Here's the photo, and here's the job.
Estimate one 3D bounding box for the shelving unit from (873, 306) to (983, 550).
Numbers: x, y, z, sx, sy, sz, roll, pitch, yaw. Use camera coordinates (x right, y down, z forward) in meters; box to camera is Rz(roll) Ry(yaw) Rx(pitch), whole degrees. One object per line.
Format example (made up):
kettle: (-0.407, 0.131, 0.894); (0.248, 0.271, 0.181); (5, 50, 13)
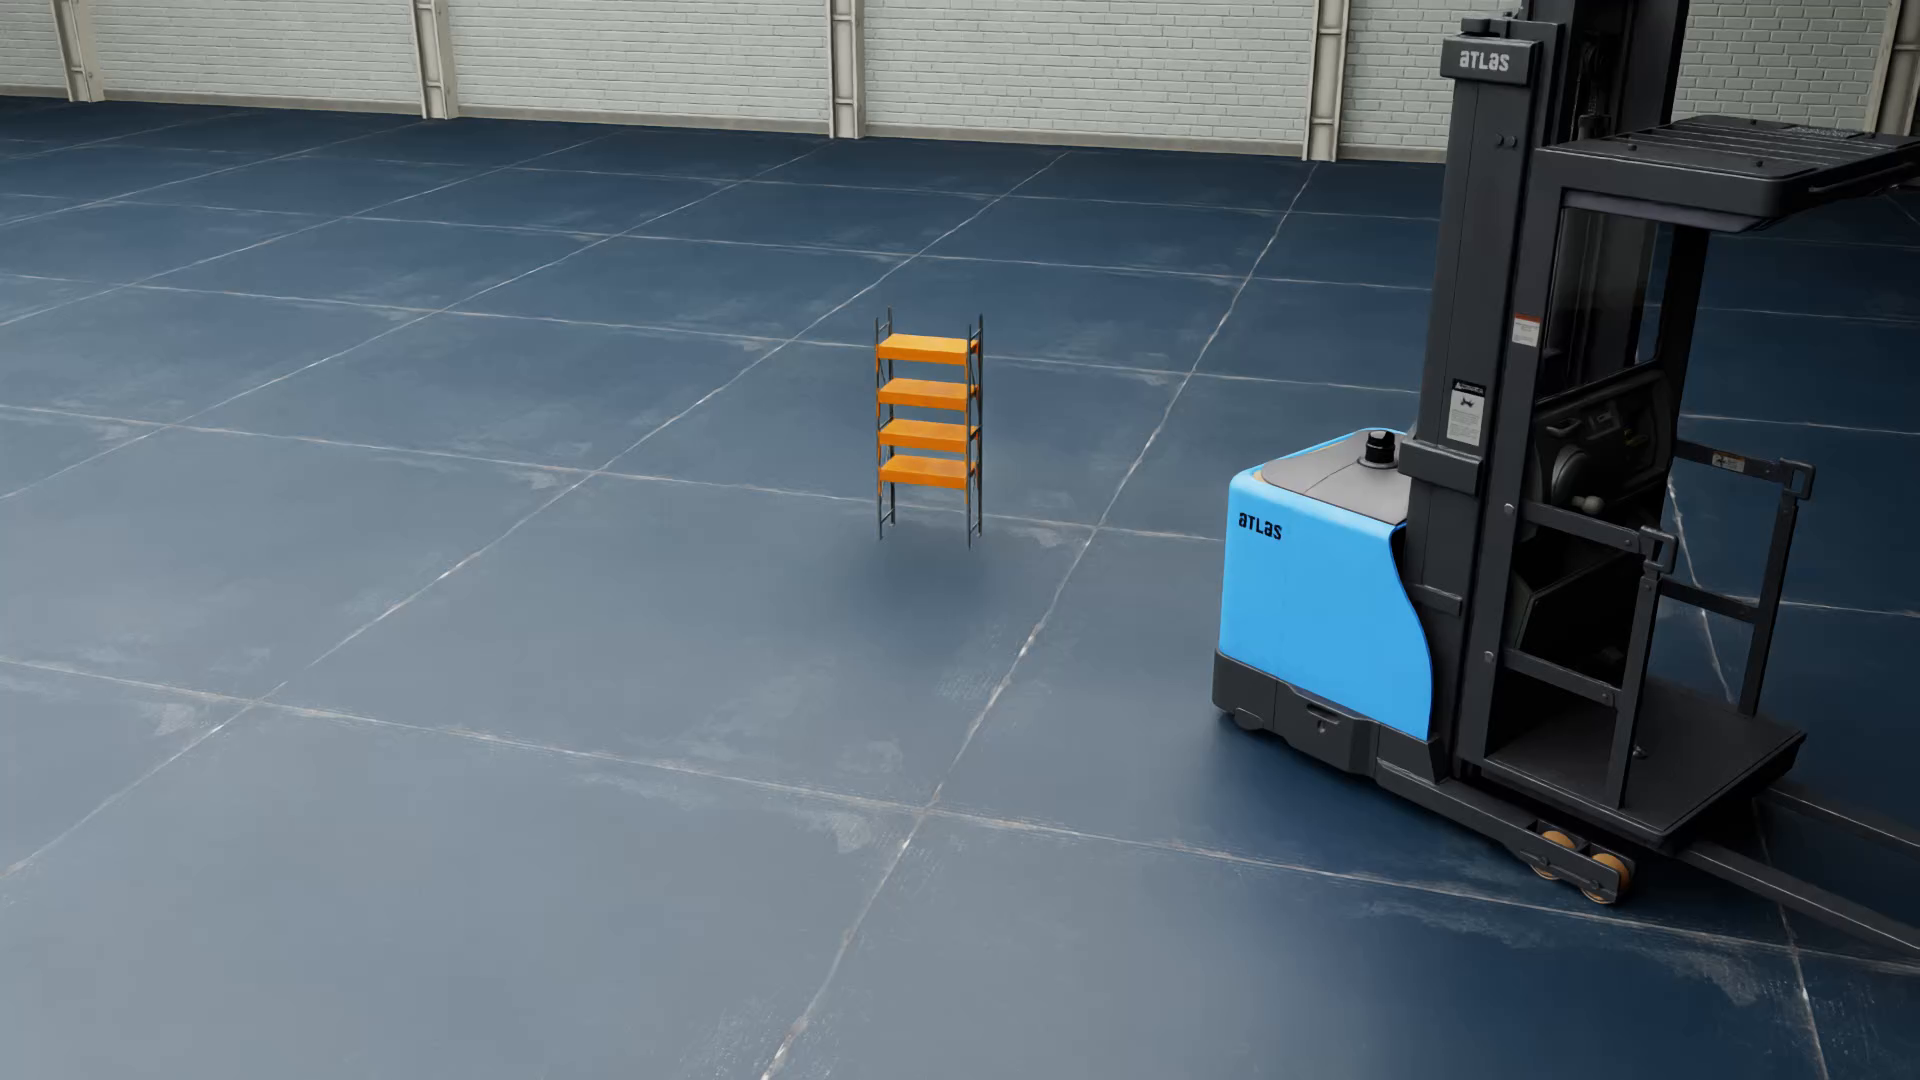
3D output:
shelving unit: (-0.158, -0.573, 8.587); (0.503, 1.200, 0.258); (7, 23, 16)

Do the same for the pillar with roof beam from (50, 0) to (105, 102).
pillar with roof beam: (-14.177, -9.119, 19.143); (0.400, 9.000, 9.100); (7, 23, 16)

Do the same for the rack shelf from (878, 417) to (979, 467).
rack shelf: (-0.158, -0.511, 8.612); (0.480, 0.148, 0.258); (7, 23, 16)

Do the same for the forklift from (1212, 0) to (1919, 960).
forklift: (2.404, -0.324, 5.697); (1.130, 2.935, 3.031); (-19, 29, -38)

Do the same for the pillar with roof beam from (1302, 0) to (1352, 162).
pillar with roof beam: (3.055, -7.146, 14.332); (0.400, 9.000, 9.100); (7, 23, 16)

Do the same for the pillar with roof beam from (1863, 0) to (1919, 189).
pillar with roof beam: (8.799, -6.488, 12.729); (0.400, 9.000, 9.100); (7, 23, 16)

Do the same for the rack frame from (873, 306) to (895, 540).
rack frame: (-0.392, -0.600, 8.652); (0.015, 1.200, 0.240); (7, 23, 16)

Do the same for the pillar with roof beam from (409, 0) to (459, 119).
pillar with roof beam: (-8.433, -8.461, 17.539); (0.400, 9.000, 9.100); (7, 23, 16)

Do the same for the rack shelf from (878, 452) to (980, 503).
rack shelf: (-0.158, -0.327, 8.687); (0.480, 0.148, 0.258); (7, 23, 16)

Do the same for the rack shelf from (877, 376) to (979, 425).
rack shelf: (-0.158, -0.718, 8.527); (0.480, 0.148, 0.258); (7, 23, 16)

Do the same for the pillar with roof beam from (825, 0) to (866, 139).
pillar with roof beam: (-2.689, -7.803, 15.936); (0.400, 9.000, 9.100); (7, 23, 16)

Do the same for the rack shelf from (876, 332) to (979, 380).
rack shelf: (-0.158, -0.937, 8.437); (0.480, 0.148, 0.258); (7, 23, 16)

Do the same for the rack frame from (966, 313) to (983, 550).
rack frame: (0.075, -0.547, 8.521); (0.015, 1.200, 0.240); (7, 23, 16)
